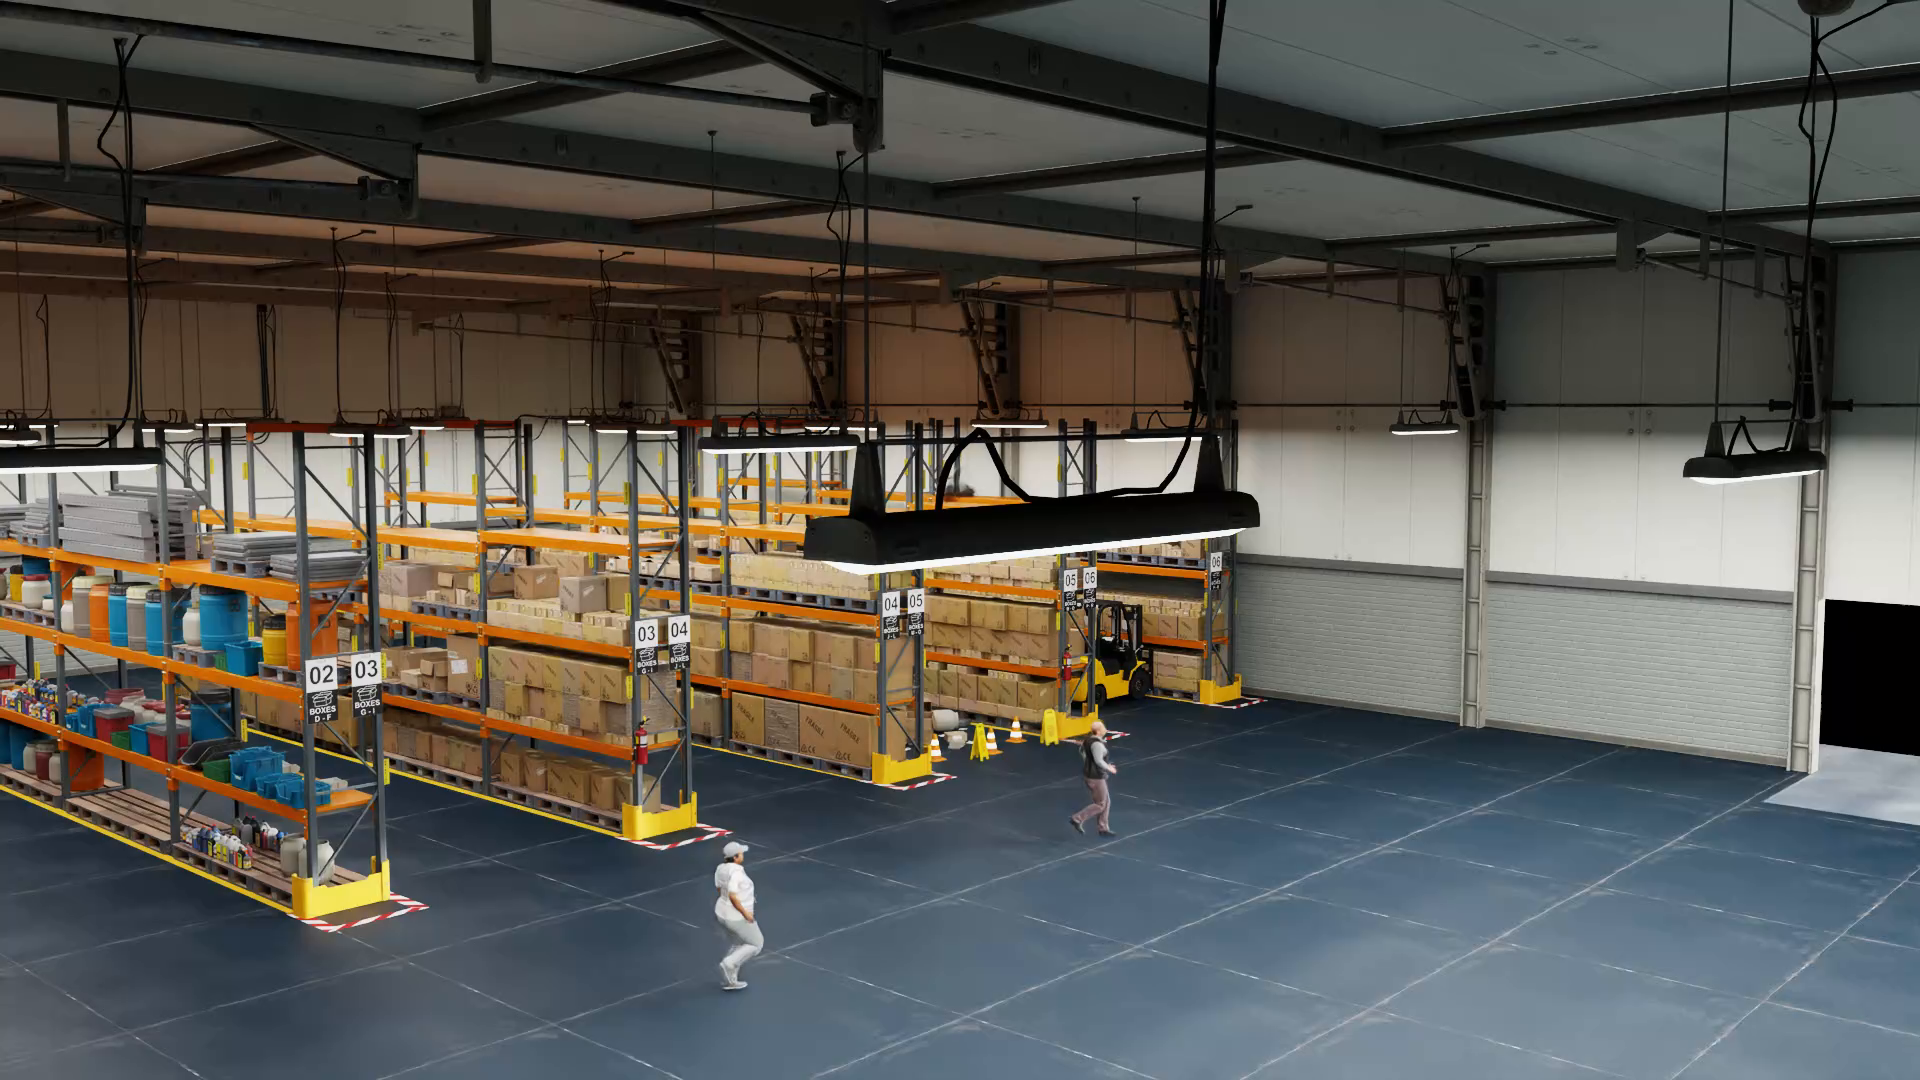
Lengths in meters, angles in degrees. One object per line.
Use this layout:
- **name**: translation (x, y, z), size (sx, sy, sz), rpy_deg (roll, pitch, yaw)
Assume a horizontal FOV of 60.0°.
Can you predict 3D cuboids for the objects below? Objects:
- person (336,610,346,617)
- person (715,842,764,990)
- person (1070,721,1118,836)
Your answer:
- **person**: translation (-13.979, 2.410, 37.429), size (0.767, 1.787, 0.706), rpy_deg (-1, 5, -6)
- **person**: translation (-2.411, 4.058, 17.960), size (0.547, 1.624, 0.607), rpy_deg (-3, 6, -35)
- **person**: translation (1.949, 3.500, 24.302), size (0.771, 1.722, 0.685), rpy_deg (-1, 5, -12)
